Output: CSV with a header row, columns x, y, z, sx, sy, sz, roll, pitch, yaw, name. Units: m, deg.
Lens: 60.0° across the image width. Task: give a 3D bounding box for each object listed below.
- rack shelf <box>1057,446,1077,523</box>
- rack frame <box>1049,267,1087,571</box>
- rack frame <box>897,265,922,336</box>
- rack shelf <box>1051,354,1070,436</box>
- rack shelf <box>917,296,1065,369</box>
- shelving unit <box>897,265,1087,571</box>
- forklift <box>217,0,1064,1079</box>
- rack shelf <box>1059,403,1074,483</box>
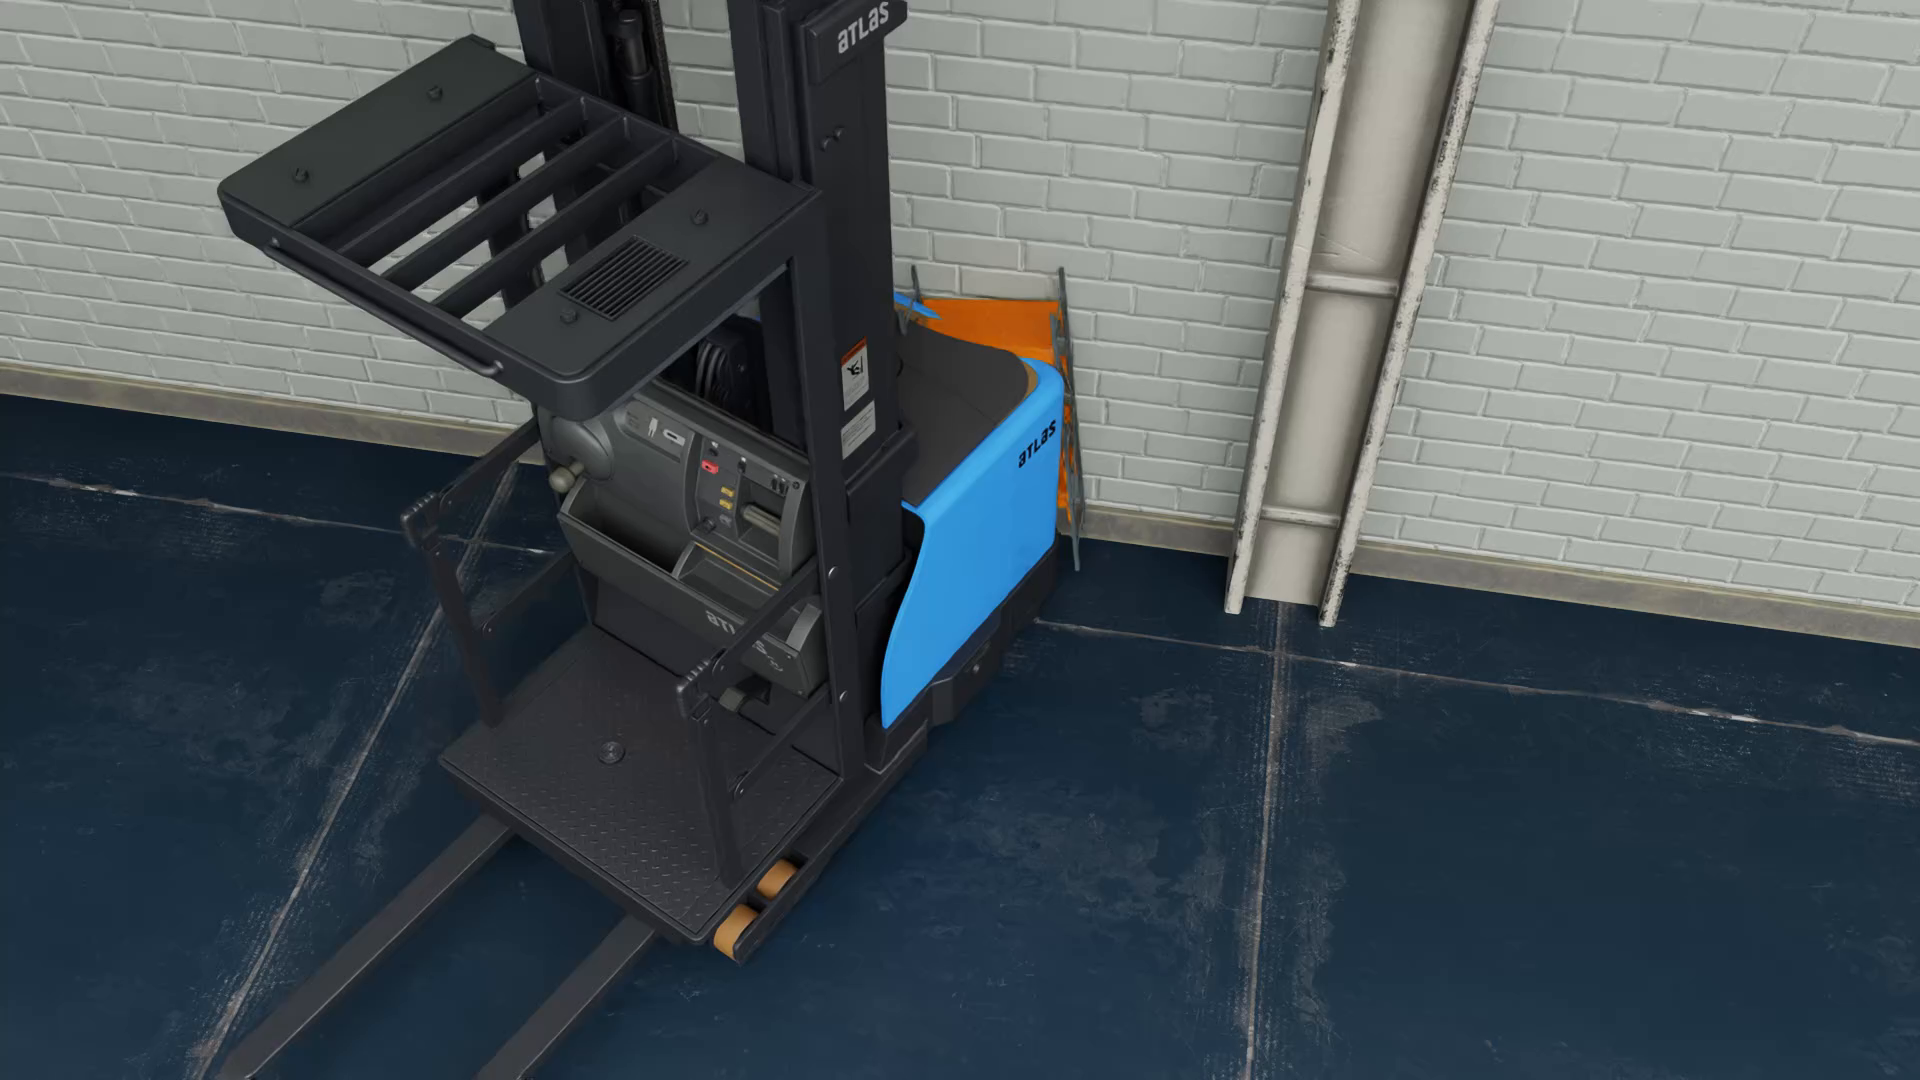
x,y,z,sx,sy,sz,roll,pitch,yaw,name
0.169,-0.213,5.937,0.480,0.148,0.258,3,48,12,rack shelf
0.376,-0.382,5.695,0.015,1.200,0.240,3,48,12,rack frame
-0.101,-0.405,5.793,0.015,1.200,0.240,3,48,12,rack frame
0.119,-0.500,5.631,0.480,0.148,0.258,3,48,12,rack shelf
0.091,-0.661,5.459,0.480,0.148,0.258,3,48,12,rack shelf
0.138,-0.394,5.744,0.503,1.200,0.258,3,48,12,shelving unit
-0.914,-0.115,4.383,1.130,2.935,3.031,28,54,23,forklift
0.145,-0.348,5.793,0.480,0.148,0.258,3,48,12,rack shelf
